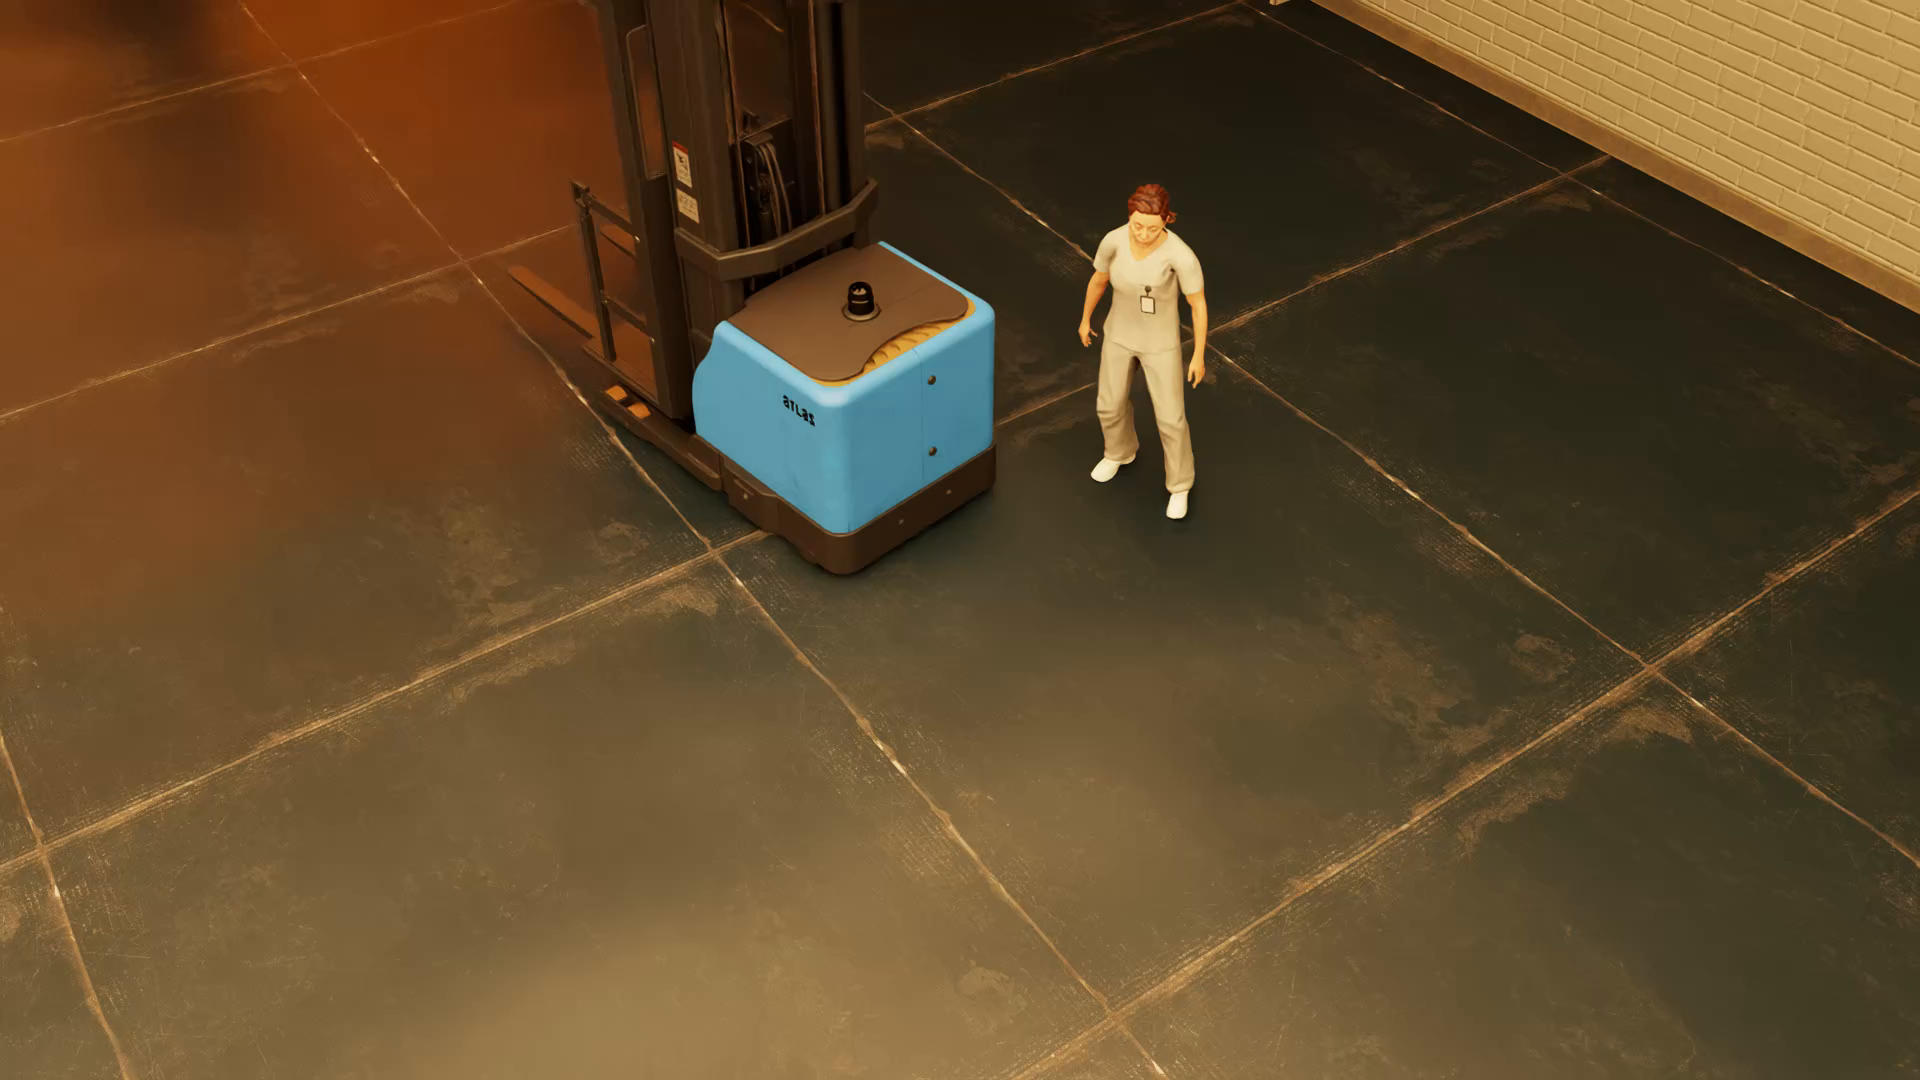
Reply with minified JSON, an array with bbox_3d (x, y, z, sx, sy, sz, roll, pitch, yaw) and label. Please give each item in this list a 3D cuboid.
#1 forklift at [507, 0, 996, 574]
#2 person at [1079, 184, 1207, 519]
[{"bbox_3d":[-1.209,-1.823,7.694,1.130,2.935,3.031,-33,52,-31],"label":"forklift"},{"bbox_3d":[0.843,-0.901,7.640,0.678,1.651,0.394,19,46,20],"label":"person"}]
